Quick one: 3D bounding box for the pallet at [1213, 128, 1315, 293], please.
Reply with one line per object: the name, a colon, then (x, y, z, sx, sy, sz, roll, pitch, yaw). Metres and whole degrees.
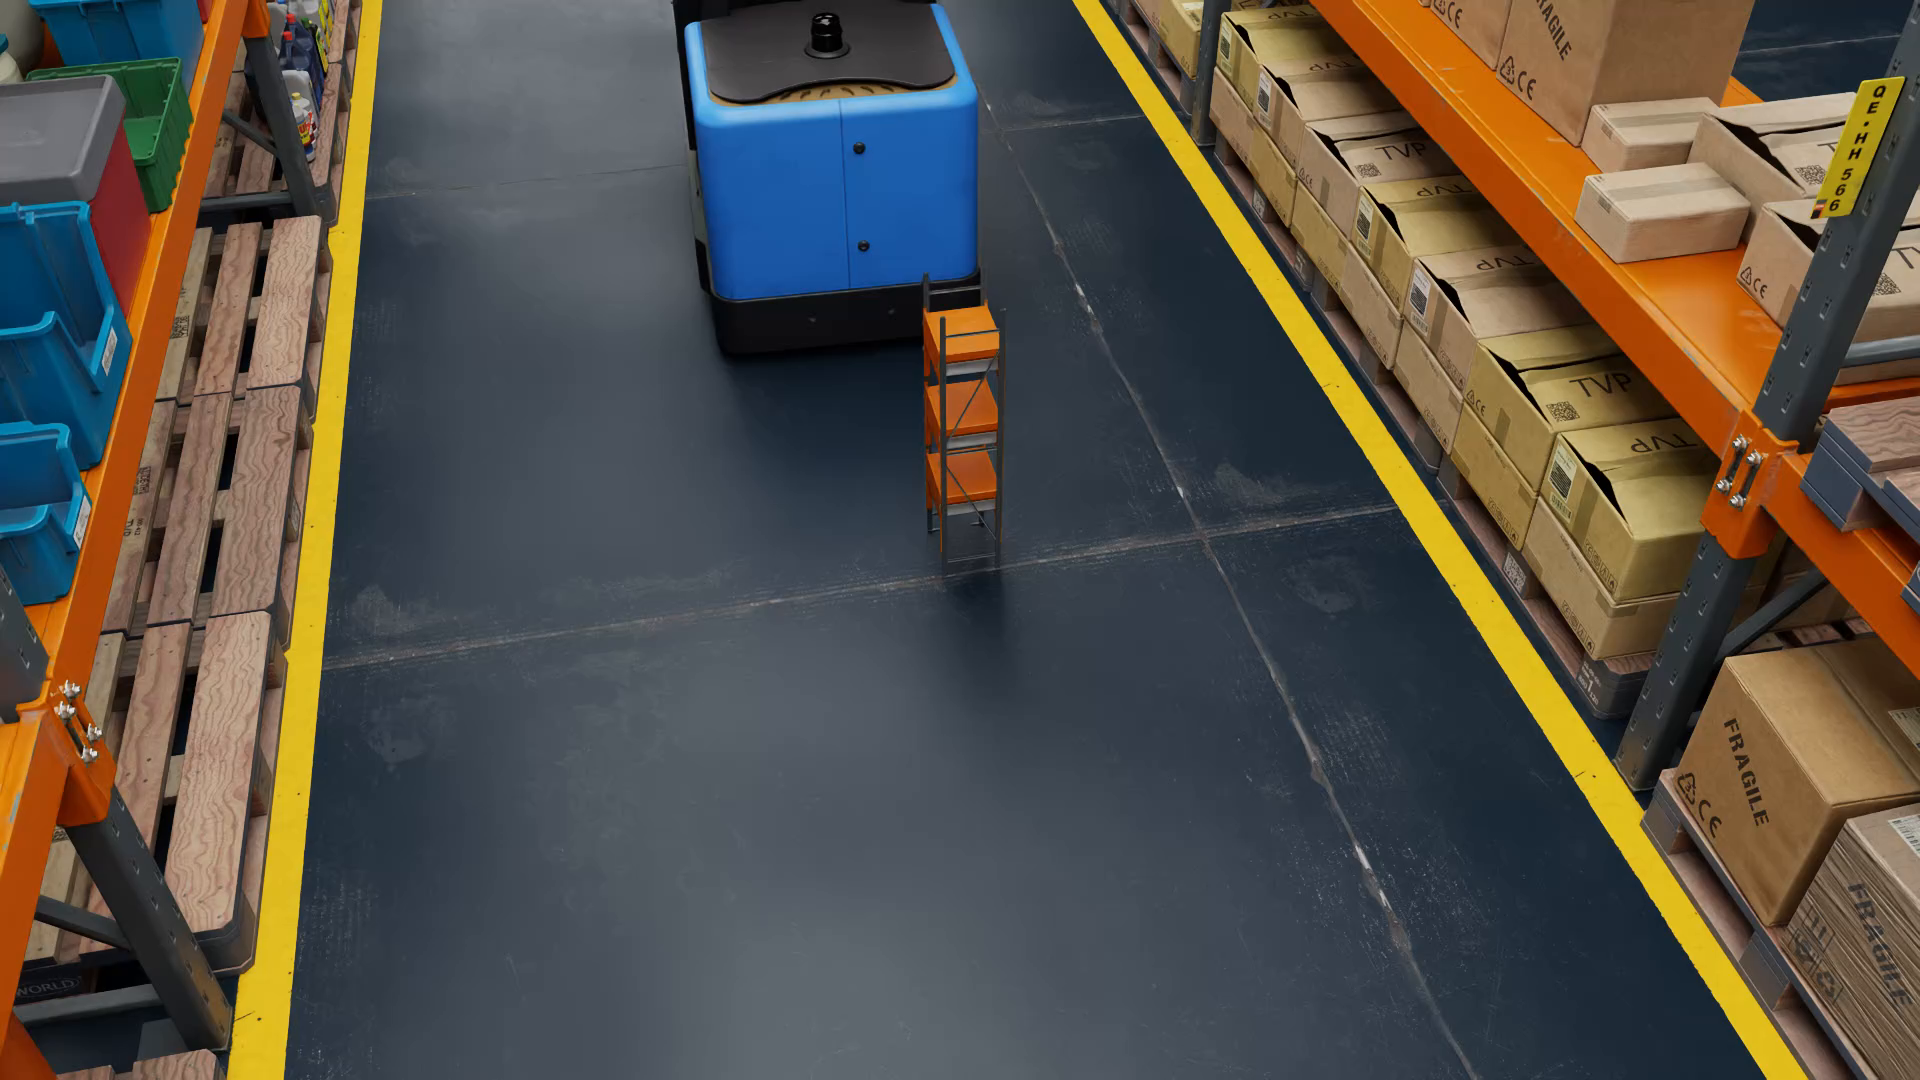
pallet: (1.792, -1.561, 7.350, 1.003, 0.211, 1.213, -8, 42, -9)

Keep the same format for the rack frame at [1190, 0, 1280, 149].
rack frame: (1.595, -3.076, 6.956, 1.000, 3.000, 0.127, -8, 42, -9)

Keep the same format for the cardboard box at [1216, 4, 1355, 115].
cardboard box: (1.441, -2.111, 7.201, 0.500, 0.311, 0.500, -8, 42, -9)

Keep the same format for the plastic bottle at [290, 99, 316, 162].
plastic bottle: (-2.883, -1.782, 7.222, 0.097, 0.271, 0.097, 0, 42, 0)

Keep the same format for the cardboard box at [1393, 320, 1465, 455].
cardboard box: (1.886, -0.578, 5.897, 0.500, 0.250, 0.500, -7, 42, -8)

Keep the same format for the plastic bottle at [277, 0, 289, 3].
plastic bottle: (-3.341, -2.665, 8.269, 0.097, 0.201, 0.097, 0, 42, 0)

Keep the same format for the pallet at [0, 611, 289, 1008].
pallet: (-2.508, 0.759, 4.736, 1.003, 0.211, 1.213, -8, 42, -9)

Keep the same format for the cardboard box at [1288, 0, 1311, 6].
cardboard box: (1.801, -2.831, 7.869, 0.500, 0.500, 0.500, -8, 42, -9)

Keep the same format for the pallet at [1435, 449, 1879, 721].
pallet: (2.319, 0.020, 5.568, 1.003, 0.211, 1.213, -8, 42, -9)

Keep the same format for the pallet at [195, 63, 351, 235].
pallet: (-3.347, -1.767, 7.582, 1.003, 0.211, 1.213, -8, 42, -9)

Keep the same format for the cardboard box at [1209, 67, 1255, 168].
cardboard box: (1.440, -1.908, 7.395, 0.500, 0.250, 0.500, -9, 42, -10)

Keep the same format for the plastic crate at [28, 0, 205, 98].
plastic crate: (-2.701, -1.692, 5.409, 0.392, 0.384, 0.575, -8, 42, -9)

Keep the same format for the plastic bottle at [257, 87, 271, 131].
plastic bottle: (-3.083, -1.977, 7.432, 0.061, 0.283, 0.133, -8, 42, -9)

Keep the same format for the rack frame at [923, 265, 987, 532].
rack frame: (-0.015, -0.437, 5.451, 0.200, 1.050, 0.008, -8, 42, -9)

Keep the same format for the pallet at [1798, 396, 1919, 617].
pallet: (2.673, 0.018, 3.615, 1.213, 0.211, 1.003, -8, 42, -9)

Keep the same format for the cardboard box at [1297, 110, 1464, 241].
cardboard box: (1.657, -1.450, 6.457, 0.500, 0.311, 0.500, -10, 43, -11)

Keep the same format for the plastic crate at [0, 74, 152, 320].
plastic crate: (-2.429, -0.891, 4.446, 0.402, 0.464, 0.583, -8, 42, -9)

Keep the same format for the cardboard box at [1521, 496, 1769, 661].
cardboard box: (2.107, 0.082, 5.153, 0.500, 0.250, 0.500, -7, 42, -8)

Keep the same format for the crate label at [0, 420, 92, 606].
crate label: (-2.104, -0.040, 3.662, 0.303, 0.233, 0.416, -8, 42, -9)

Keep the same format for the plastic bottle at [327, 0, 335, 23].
plastic bottle: (-3.224, -2.723, 8.278, 0.152, 0.276, 0.135, -9, 42, -10)

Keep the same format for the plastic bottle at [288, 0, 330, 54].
plastic bottle: (-3.144, -2.523, 7.997, 0.144, 0.351, 0.185, -9, 42, -10)

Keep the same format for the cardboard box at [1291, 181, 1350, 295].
cardboard box: (1.664, -1.241, 6.643, 0.500, 0.250, 0.500, -10, 42, -11)

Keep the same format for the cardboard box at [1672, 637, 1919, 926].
cardboard box: (2.278, 0.623, 4.340, 0.500, 0.500, 0.500, -7, 42, -7)

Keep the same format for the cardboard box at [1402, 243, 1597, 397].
cardboard box: (1.880, -0.790, 5.712, 0.500, 0.311, 0.500, -9, 42, -10)

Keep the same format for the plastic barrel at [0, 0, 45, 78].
plastic barrel: (-3.250, -1.768, 5.380, 0.433, 0.535, 0.433, 0, 42, 0)

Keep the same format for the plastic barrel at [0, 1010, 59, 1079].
plastic barrel: (-2.257, 1.193, 3.465, 0.600, 0.830, 0.708, -8, 42, -9)

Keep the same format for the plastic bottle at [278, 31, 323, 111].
plastic bottle: (-3.011, -2.125, 7.549, 0.144, 0.351, 0.185, -7, 42, -8)

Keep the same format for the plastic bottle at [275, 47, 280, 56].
plastic bottle: (-3.161, -2.172, 7.661, 0.097, 0.271, 0.097, 0, 42, 0)

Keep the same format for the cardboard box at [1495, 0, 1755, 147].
cardboard box: (2.080, -1.606, 5.224, 0.500, 0.500, 0.500, -10, 43, -12)

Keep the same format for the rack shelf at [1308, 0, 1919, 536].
rack shelf: (2.027, -1.511, 5.734, 1.077, 0.370, 4.000, -8, 42, -9)

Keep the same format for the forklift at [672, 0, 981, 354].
forklift: (-0.685, -2.803, 6.700, 1.130, 2.935, 3.031, -7, 42, -8)

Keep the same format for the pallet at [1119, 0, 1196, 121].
pallet: (1.464, -2.555, 8.469, 1.003, 0.211, 1.213, -8, 42, -9)

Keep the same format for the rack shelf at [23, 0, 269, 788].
rack shelf: (-2.811, -0.803, 4.937, 1.077, 0.370, 4.000, -8, 42, -9)

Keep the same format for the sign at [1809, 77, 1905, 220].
sign: (1.917, -0.835, 3.558, 0.100, 0.325, 0.005, -8, 42, -9)

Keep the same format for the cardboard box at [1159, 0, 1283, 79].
cardboard box: (1.282, -2.474, 8.033, 0.500, 0.250, 0.500, -8, 42, -9)

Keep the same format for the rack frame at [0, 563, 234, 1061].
rack frame: (-2.379, 0.224, 3.238, 1.000, 3.000, 0.127, -8, 42, -9)

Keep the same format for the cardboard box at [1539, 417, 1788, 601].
cardboard box: (2.105, -0.126, 4.965, 0.500, 0.311, 0.500, -7, 42, -8)

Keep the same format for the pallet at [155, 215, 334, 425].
pallet: (-3.035, -0.822, 6.517, 1.003, 0.211, 1.213, -8, 42, -9)

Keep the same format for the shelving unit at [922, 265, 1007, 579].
shelving unit: (0.012, -0.358, 5.362, 0.215, 1.050, 0.252, -8, 42, -9)

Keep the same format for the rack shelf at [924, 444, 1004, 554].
rack shelf: (0.012, -0.142, 5.554, 0.215, 0.259, 0.240, -8, 42, -9)

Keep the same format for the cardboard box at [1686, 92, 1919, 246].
cardboard box: (2.454, -1.057, 4.749, 0.500, 0.311, 0.500, -9, 42, -10)

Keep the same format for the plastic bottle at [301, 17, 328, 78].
plastic bottle: (-3.047, -2.335, 7.836, 0.061, 0.283, 0.133, -7, 42, -7)

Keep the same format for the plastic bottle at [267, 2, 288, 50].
plastic bottle: (-3.283, -2.458, 7.980, 0.152, 0.276, 0.135, -8, 42, -9)

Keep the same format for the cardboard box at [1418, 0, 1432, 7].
cardboard box: (1.859, -2.272, 5.974, 0.500, 0.500, 0.500, -6, 42, -6)

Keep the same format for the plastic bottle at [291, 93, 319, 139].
plastic bottle: (-2.927, -1.888, 7.394, 0.097, 0.201, 0.097, 0, 42, 0)
